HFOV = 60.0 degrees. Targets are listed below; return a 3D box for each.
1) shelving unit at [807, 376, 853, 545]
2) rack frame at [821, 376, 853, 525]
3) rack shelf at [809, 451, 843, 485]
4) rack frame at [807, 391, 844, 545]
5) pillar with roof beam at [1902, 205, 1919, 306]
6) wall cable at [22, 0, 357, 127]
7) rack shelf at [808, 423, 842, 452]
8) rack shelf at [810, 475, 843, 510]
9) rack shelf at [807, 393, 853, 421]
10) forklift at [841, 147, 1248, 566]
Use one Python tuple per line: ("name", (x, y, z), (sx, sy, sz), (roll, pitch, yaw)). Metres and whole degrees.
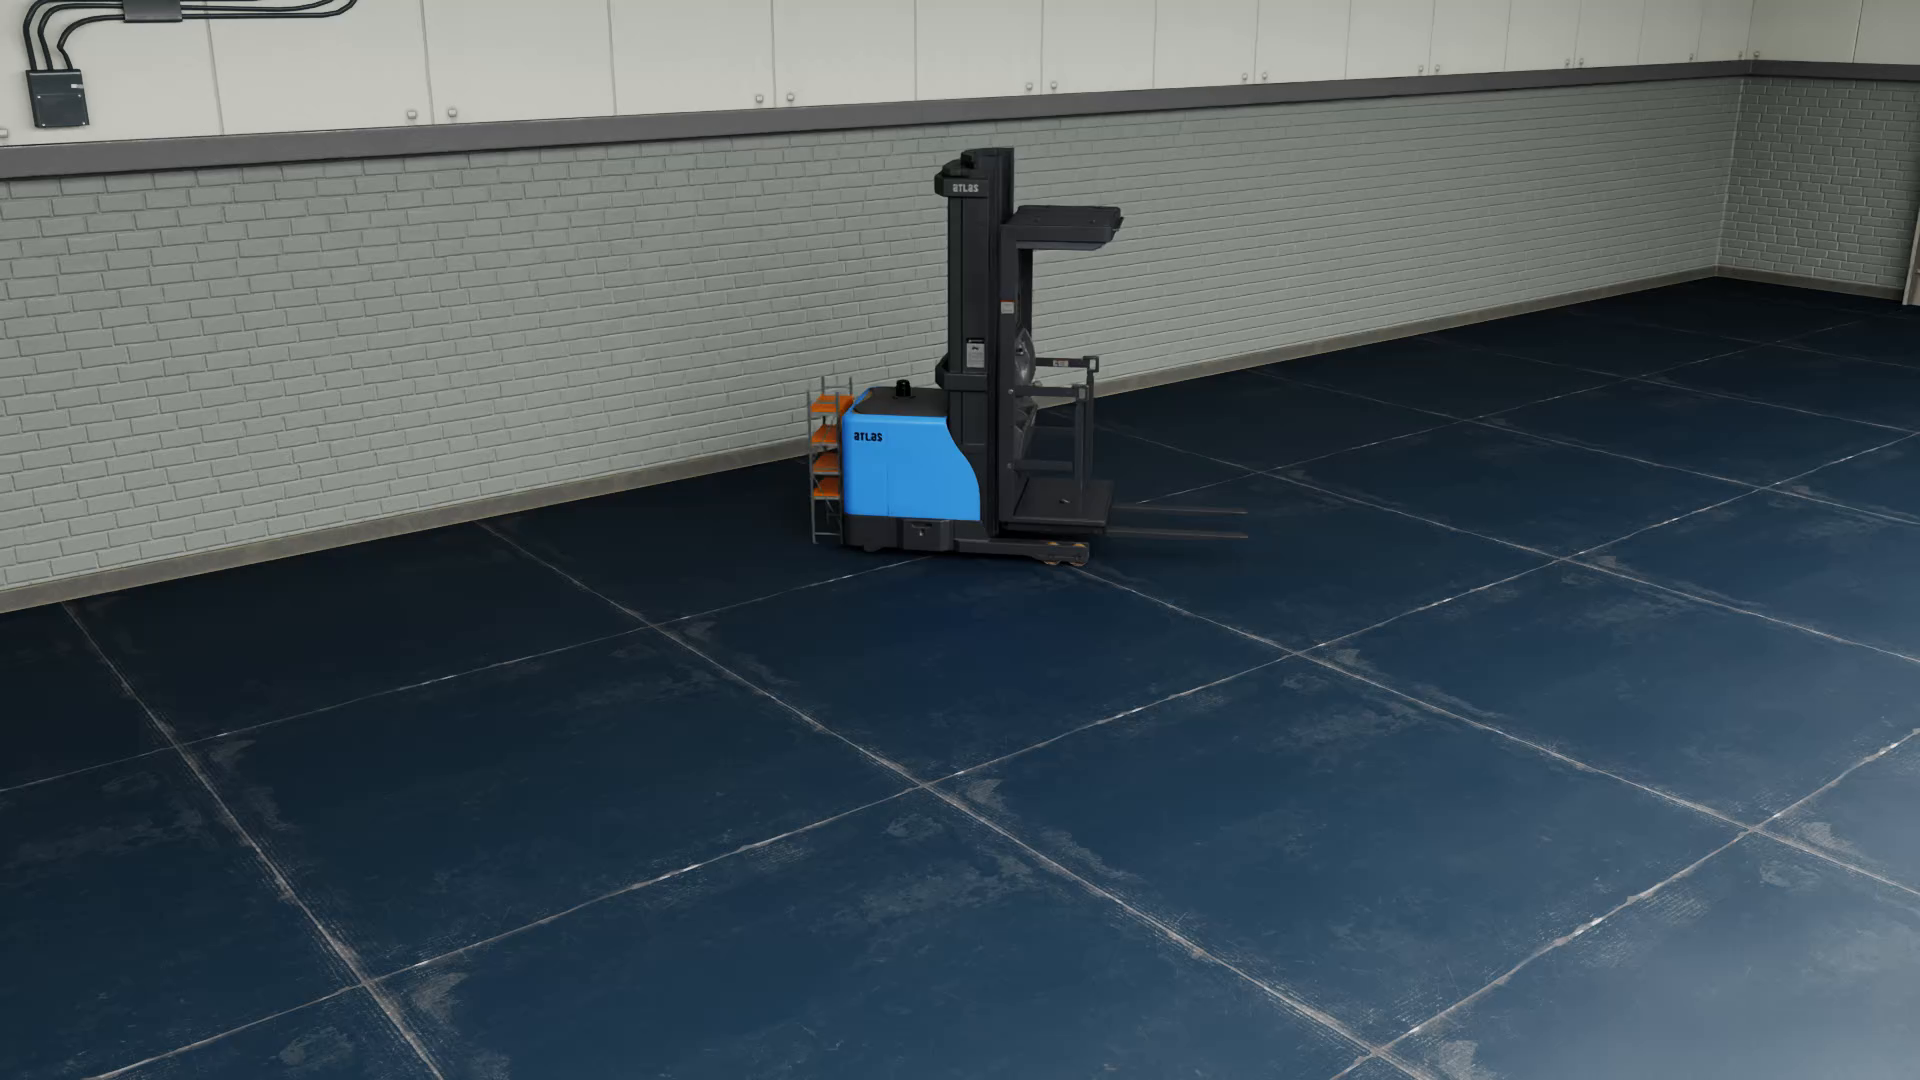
("shelving unit", (-0.983, -0.615, 12.807), (0.258, 1.200, 0.503), (2, 18, 8))
("rack frame", (-0.948, -0.691, 13.036), (0.240, 1.200, 0.015), (2, 18, 8))
("rack shelf", (-0.983, -0.551, 12.828), (0.258, 0.148, 0.480), (2, 18, 8))
("rack frame", (-1.018, -0.539, 12.578), (0.240, 1.200, 0.015), (2, 18, 8))
("pillar with roof beam", (9.604, -6.600, 18.479), (9.100, 9.000, 0.400), (-14, 23, -36))
("wall cable", (-5.055, -5.740, 10.471), (2.305, 6.003, 0.169), (-14, 23, -36))
("rack shelf", (-0.984, -0.763, 12.758), (0.258, 0.148, 0.480), (2, 18, 8))
("rack shelf", (-0.981, -0.362, 12.890), (0.258, 0.148, 0.480), (2, 18, 8))
("rack shelf", (-0.987, -0.988, 12.684), (0.258, 0.148, 0.480), (2, 18, 8))
("forklift", (0.672, -1.376, 12.355), (3.031, 2.935, 1.130), (3, 19, 8))
